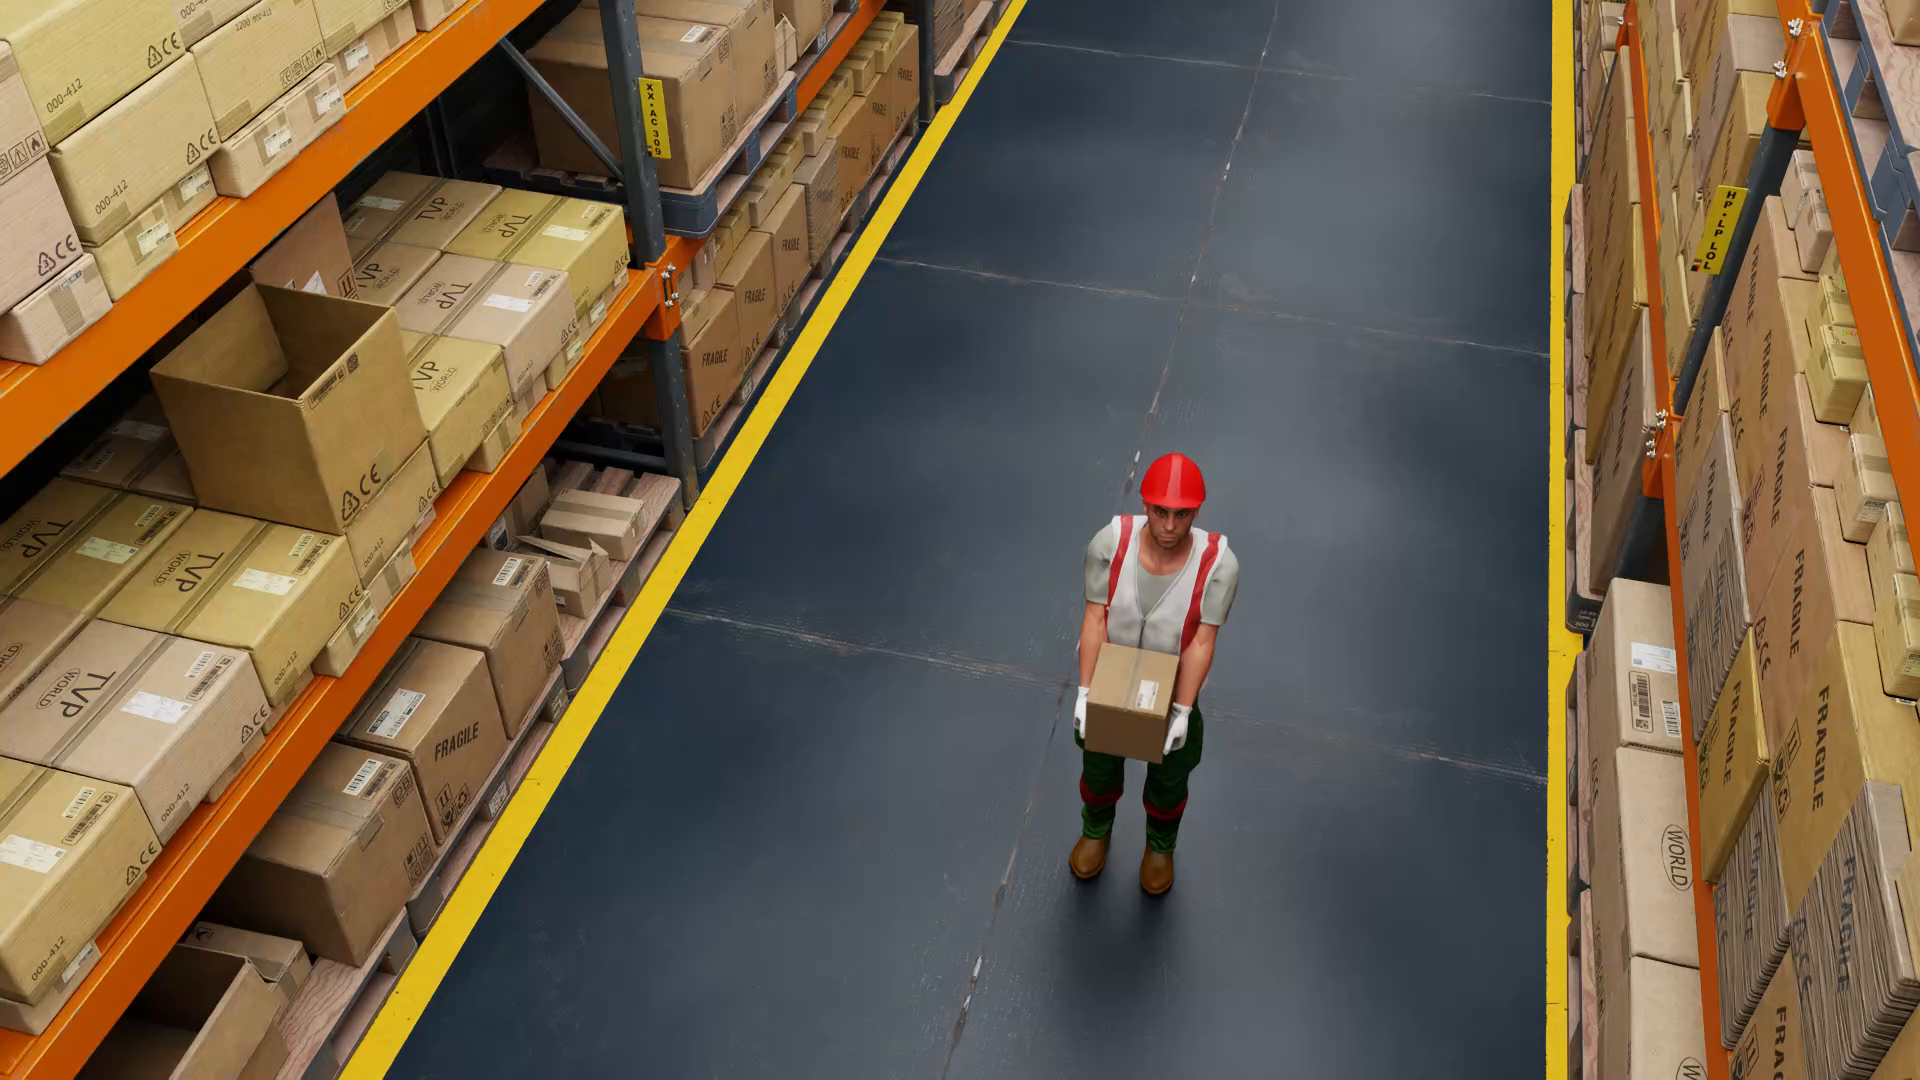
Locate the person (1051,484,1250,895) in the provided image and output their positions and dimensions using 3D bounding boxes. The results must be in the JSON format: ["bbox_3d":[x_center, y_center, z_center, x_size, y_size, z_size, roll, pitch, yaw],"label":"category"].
[{"bbox_3d":[0.633,0.497,5.566,0.610,1.780,0.446,8,41,9],"label":"person"}]
